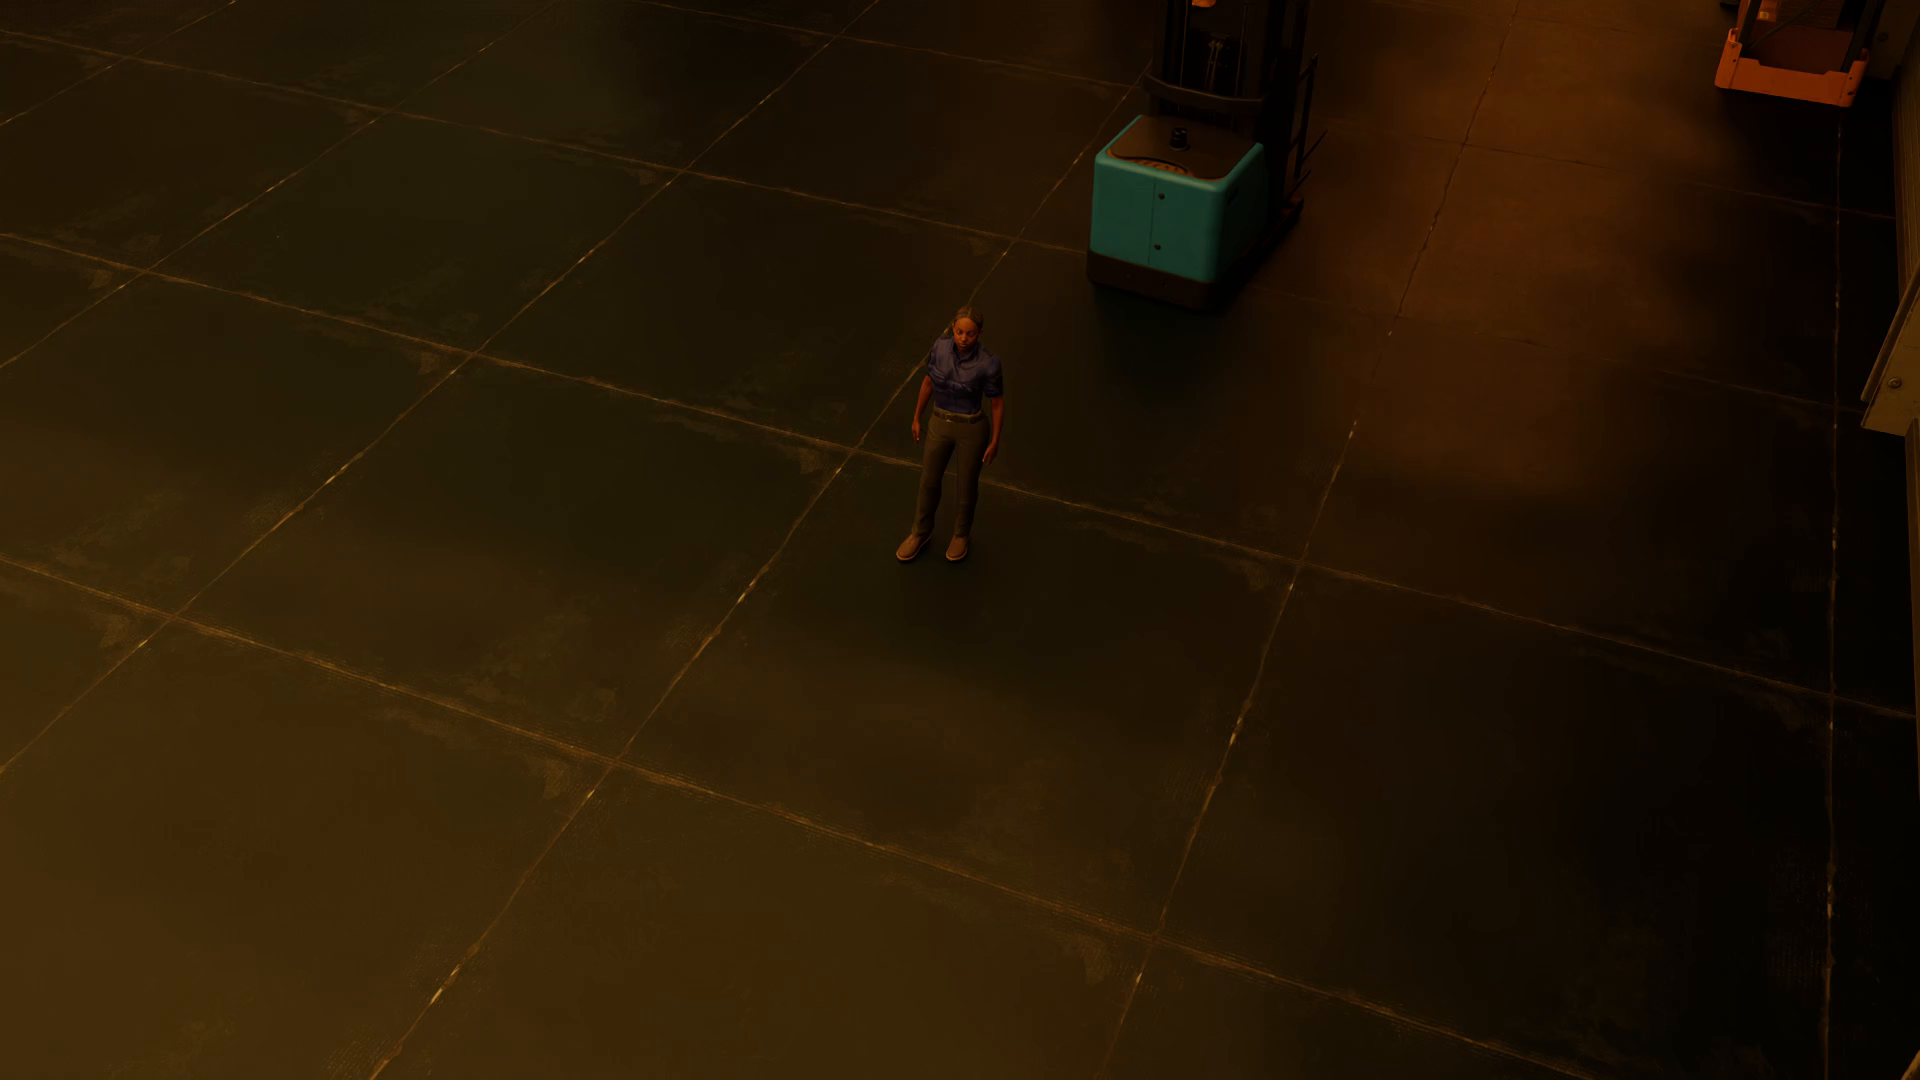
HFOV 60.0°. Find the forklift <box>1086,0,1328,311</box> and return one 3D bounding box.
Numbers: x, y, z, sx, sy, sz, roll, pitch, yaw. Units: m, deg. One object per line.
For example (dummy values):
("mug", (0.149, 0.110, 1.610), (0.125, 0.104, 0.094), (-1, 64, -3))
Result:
("forklift", (2.108, -3.732, 12.464), (1.130, 2.935, 3.031), (20, 44, 22))

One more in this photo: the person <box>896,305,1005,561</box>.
("person", (-0.052, -0.593, 9.698), (0.569, 1.654, 0.504), (15, 42, 17))
